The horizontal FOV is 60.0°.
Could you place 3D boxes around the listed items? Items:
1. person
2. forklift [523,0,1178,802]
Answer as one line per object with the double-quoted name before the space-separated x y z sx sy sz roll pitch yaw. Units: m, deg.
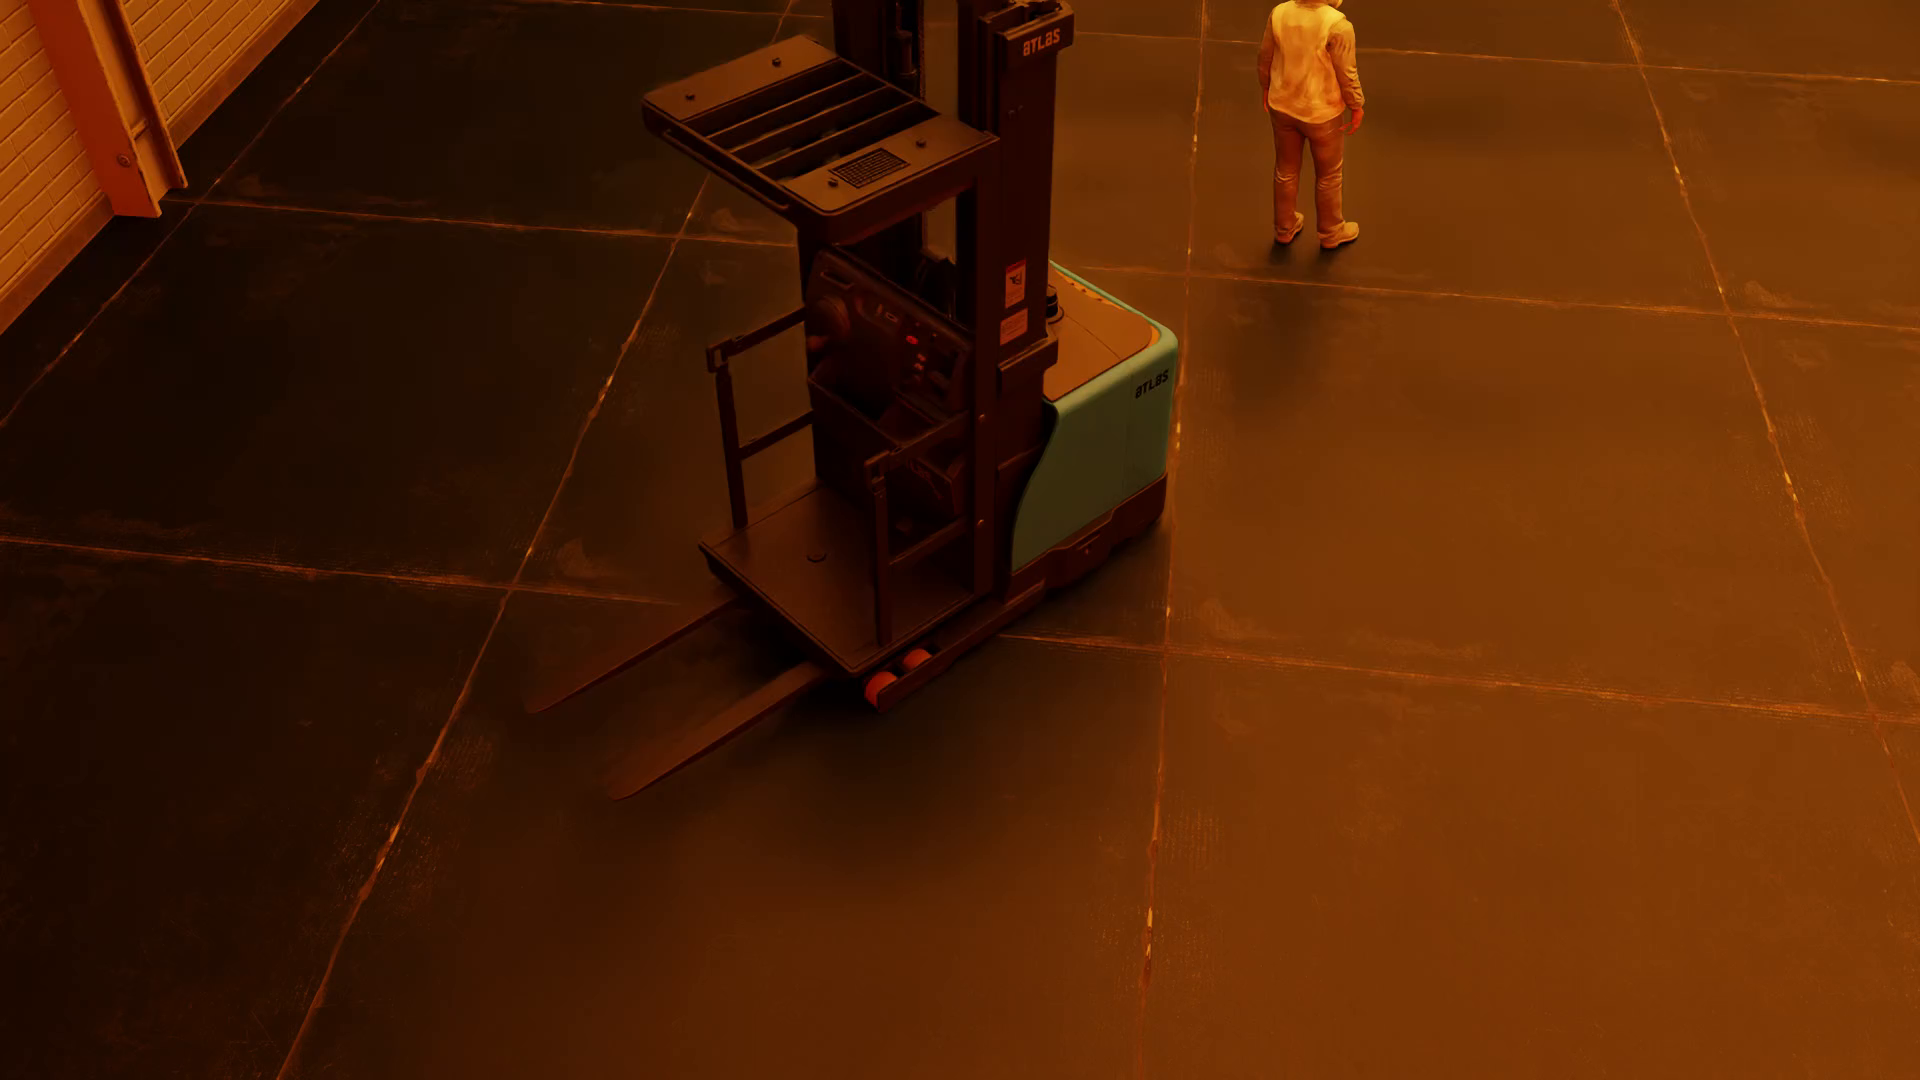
"person" 1.971 -2.454 9.241 0.631 1.773 0.568 28 49 27
"forklift" -0.452 -0.757 6.548 3.031 2.935 1.130 -32 51 -30
